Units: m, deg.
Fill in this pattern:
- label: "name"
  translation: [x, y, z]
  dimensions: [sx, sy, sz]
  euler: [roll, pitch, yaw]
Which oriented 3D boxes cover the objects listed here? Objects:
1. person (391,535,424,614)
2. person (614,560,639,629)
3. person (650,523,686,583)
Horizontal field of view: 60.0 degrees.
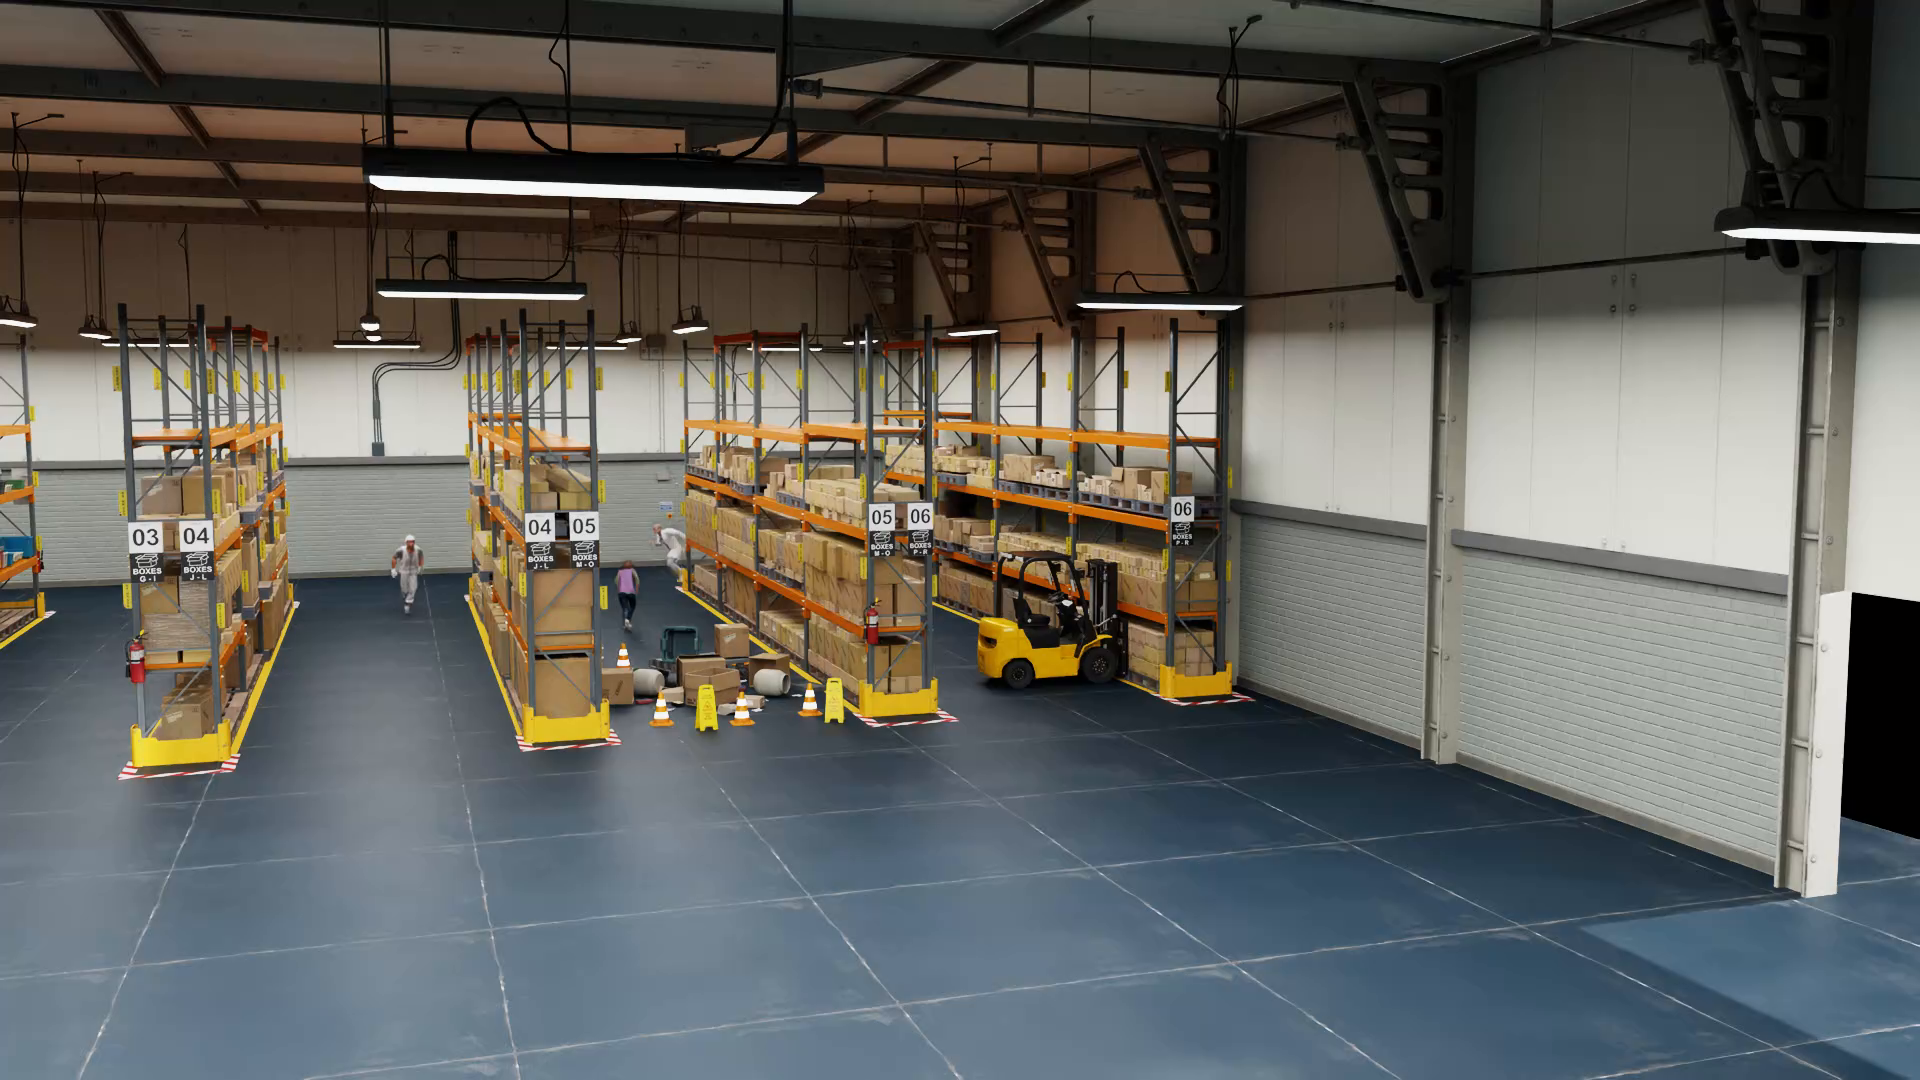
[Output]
- label: "person"
  translation: [-11.976, 0.732, 36.086]
  dimensions: [0.670, 1.714, 0.708]
  euler: [-3, 6, -33]
- label: "person"
  translation: [-6.734, 1.146, 33.523]
  dimensions: [0.528, 1.409, 1.029]
  euler: [0, 5, -4]
- label: "person"
  translation: [-7.219, 0.320, 41.438]
  dimensions: [1.049, 1.493, 0.694]
  euler: [-4, 7, -39]
